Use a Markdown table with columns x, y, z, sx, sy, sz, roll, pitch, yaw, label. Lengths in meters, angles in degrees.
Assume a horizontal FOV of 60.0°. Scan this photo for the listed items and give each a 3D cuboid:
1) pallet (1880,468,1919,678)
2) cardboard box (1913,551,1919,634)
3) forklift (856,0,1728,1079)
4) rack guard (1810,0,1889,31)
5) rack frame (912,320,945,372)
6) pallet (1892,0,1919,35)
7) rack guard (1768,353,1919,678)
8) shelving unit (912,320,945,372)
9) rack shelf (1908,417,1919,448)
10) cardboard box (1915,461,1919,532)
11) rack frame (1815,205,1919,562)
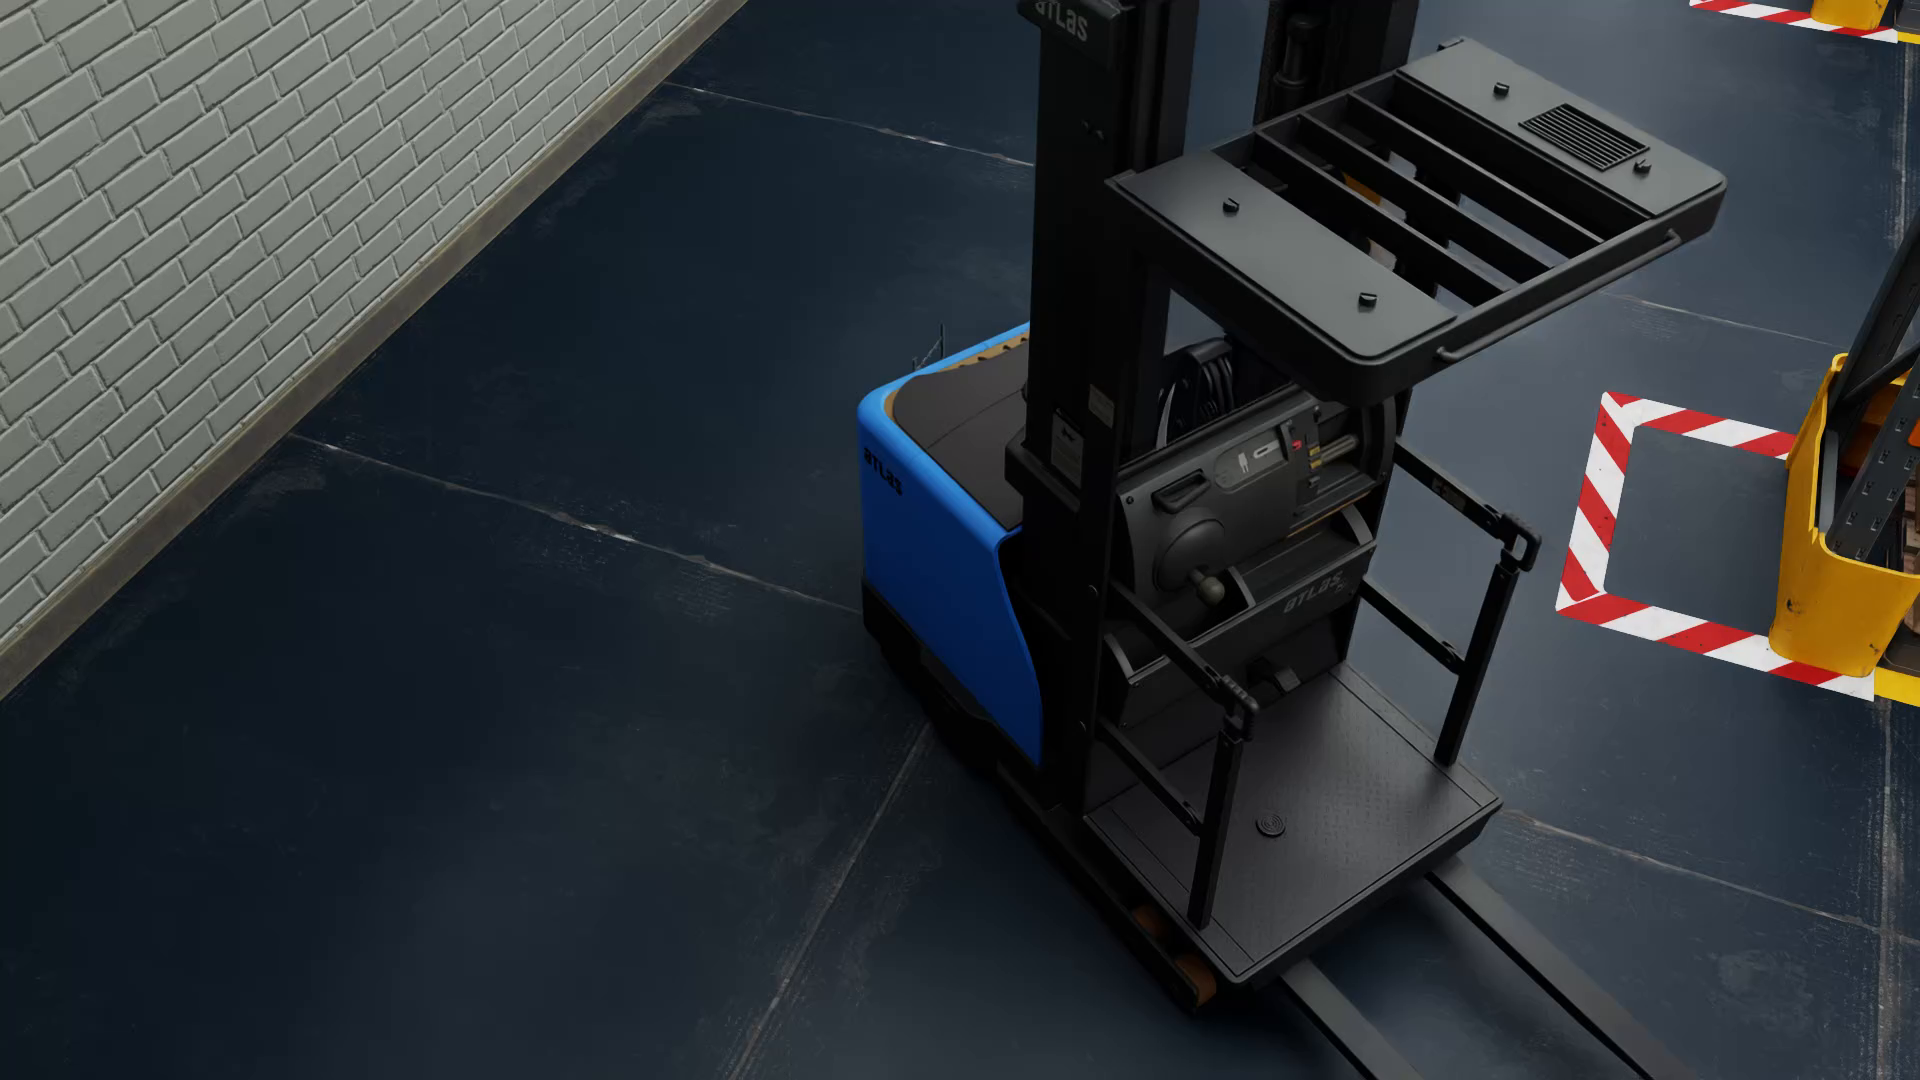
| x | y | z | sx | sy | sz | roll | pitch | yaw | label |
| --- | --- | --- | --- | --- | --- | --- | --- | --- | --- |
| 3.960 | 0.207 | 5.893 | 1.213 | 0.211 | 1.003 | 16 | 47 | 16 | pallet |
| 3.408 | 0.174 | 5.658 | 0.250 | 0.149 | 0.380 | 16 | 47 | 16 | cardboard box |
| 0.918 | -0.067 | 4.239 | 1.130 | 2.935 | 3.031 | -26 | 51 | -24 | forklift |
| 5.037 | -3.354 | 9.266 | 0.348 | 0.500 | 1.175 | 16 | 47 | 16 | rack guard |
| -0.106 | -0.363 | 5.976 | 0.006 | 0.900 | 0.240 | 18 | 48 | 17 | rack frame |
| 5.810 | -3.004 | 9.120 | 1.213 | 0.211 | 1.003 | 16 | 47 | 16 | pallet |
| 3.224 | -0.112 | 6.008 | 0.348 | 0.500 | 1.175 | 16 | 47 | 16 | rack guard |
| -0.014 | -0.332 | 5.946 | 0.210 | 0.900 | 0.258 | 18 | 48 | 17 | shelving unit |
| 5.000 | -0.220 | 4.855 | 4.000 | 0.370 | 1.077 | 16 | 47 | 16 | rack shelf |
| 3.750 | -0.301 | 5.886 | 0.500 | 0.500 | 0.500 | 16 | 47 | 16 | cardboard box |
| 3.154 | -1.018 | 5.147 | 0.127 | 3.000 | 1.000 | 16 | 47 | 16 | rack frame |
